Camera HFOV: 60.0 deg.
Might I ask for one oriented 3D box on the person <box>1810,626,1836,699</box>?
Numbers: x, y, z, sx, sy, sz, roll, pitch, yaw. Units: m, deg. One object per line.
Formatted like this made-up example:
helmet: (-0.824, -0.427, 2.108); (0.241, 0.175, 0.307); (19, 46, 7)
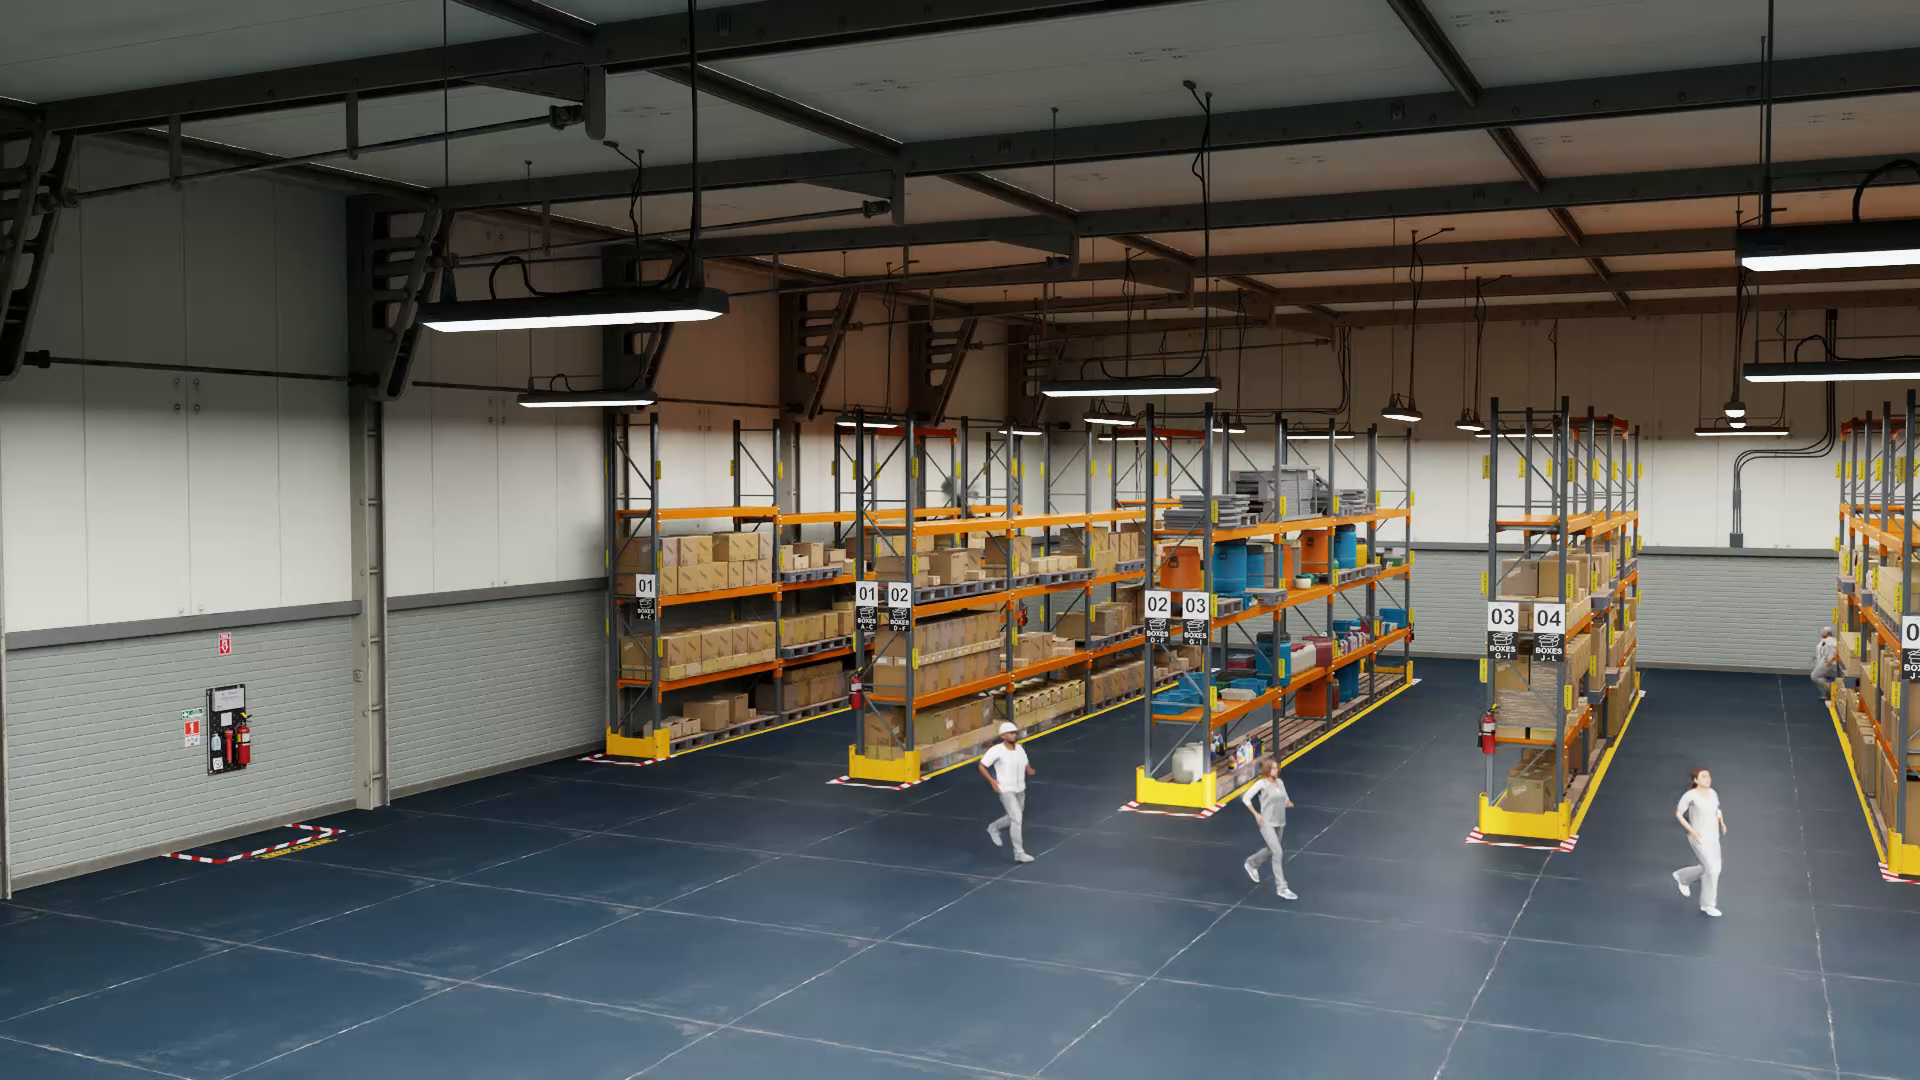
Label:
person: (18.797, 2.681, 36.180); (0.542, 1.615, 0.665); (0, 2, 12)

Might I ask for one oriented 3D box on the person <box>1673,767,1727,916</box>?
person: (8.413, 3.392, 18.922); (0.564, 1.653, 0.687); (-1, 3, -20)

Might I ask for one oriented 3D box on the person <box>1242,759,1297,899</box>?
person: (3.648, 3.360, 19.574); (0.539, 1.582, 0.893); (-2, 3, -37)

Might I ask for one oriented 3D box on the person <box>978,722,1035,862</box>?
person: (0.634, 3.218, 21.411); (0.713, 1.747, 0.933); (-2, 3, -43)
